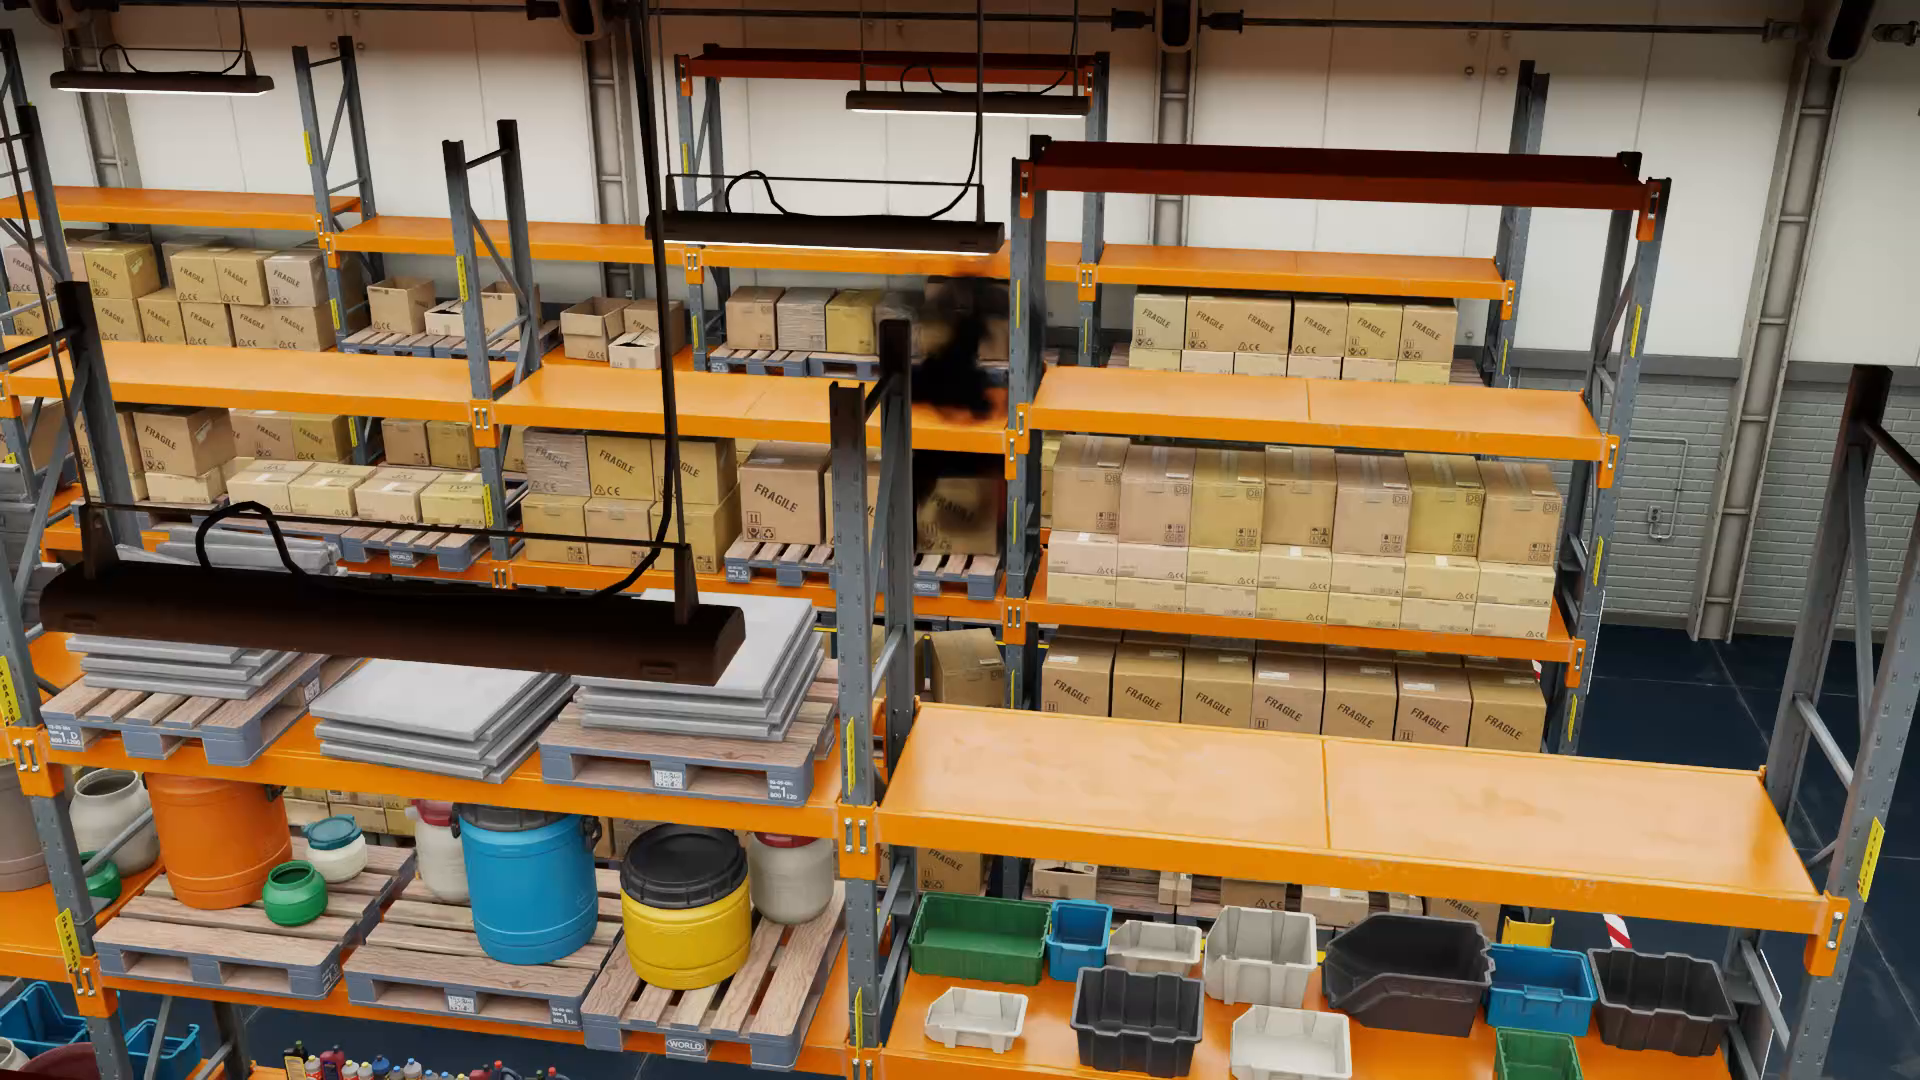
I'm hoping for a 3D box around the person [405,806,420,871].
[{"bbox_3d":[-3.658,2.533,11.602,0.513,1.650,0.603,1,23,2],"label":"person"}]
